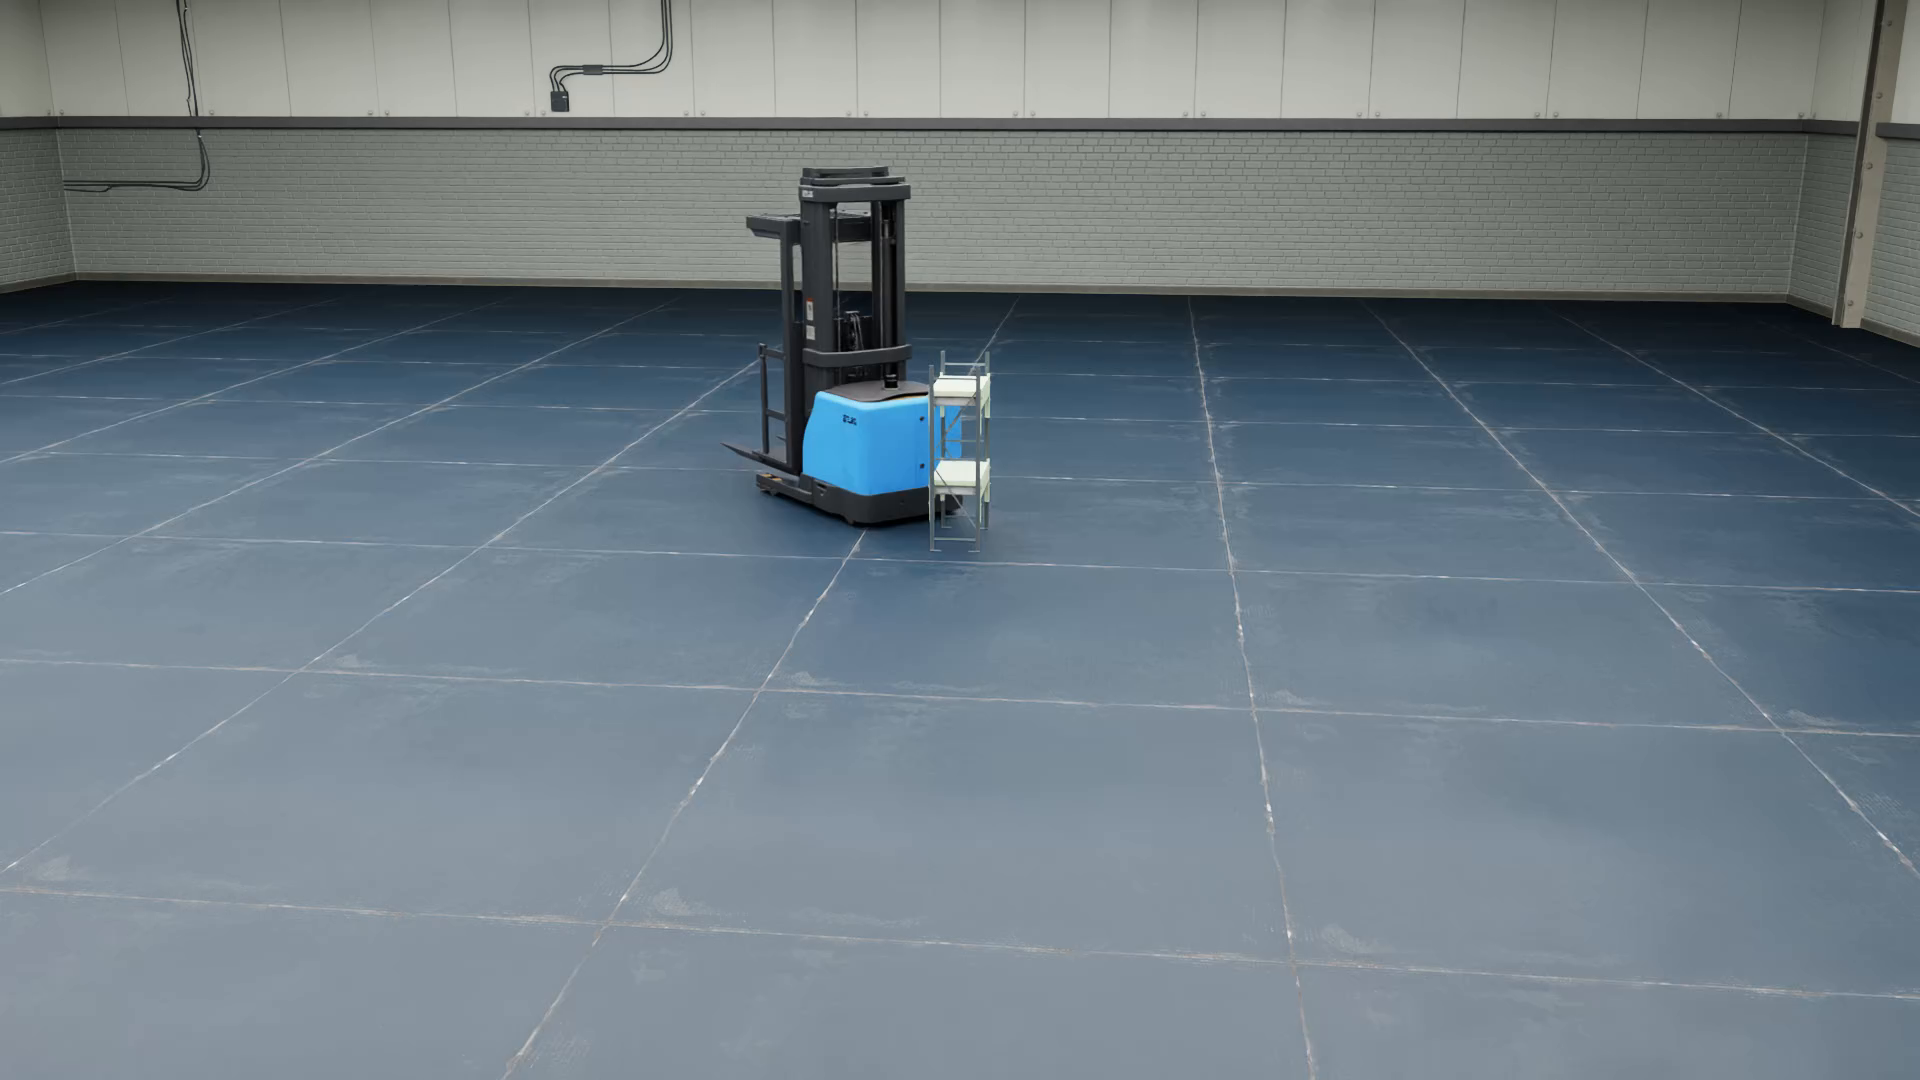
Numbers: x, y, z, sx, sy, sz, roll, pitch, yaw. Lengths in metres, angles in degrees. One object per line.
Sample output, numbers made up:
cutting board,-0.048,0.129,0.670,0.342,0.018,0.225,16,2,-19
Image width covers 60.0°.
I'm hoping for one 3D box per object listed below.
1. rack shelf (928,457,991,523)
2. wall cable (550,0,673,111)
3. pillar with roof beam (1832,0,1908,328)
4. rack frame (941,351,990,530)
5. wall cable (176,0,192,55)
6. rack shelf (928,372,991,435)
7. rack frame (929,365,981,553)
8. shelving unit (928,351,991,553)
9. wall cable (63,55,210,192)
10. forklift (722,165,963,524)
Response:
rack shelf,0.001,-0.411,13.558,0.431,0.370,0.720,2,15,6
wall cable,-6.318,-10.711,29.518,2.305,6.003,0.169,2,15,6
pillar with roof beam,9.626,-7.827,25.367,9.100,9.000,0.400,2,15,6
rack frame,0.042,-0.821,13.824,0.400,1.500,0.023,2,15,6
wall cable,-13.061,-10.212,30.463,3.097,2.526,0.112,2,15,6
rack shelf,0.001,-1.102,13.371,0.431,0.370,0.720,2,15,6
rack frame,-0.041,-0.631,13.122,0.400,1.500,0.023,2,15,6
shelving unit,0.001,-0.726,13.473,0.431,1.500,0.755,2,15,6
wall cable,-15.749,-7.854,31.416,3.097,2.526,0.112,2,15,6
forklift,-1.215,-1.877,14.988,1.130,2.935,3.031,-10,18,-33
